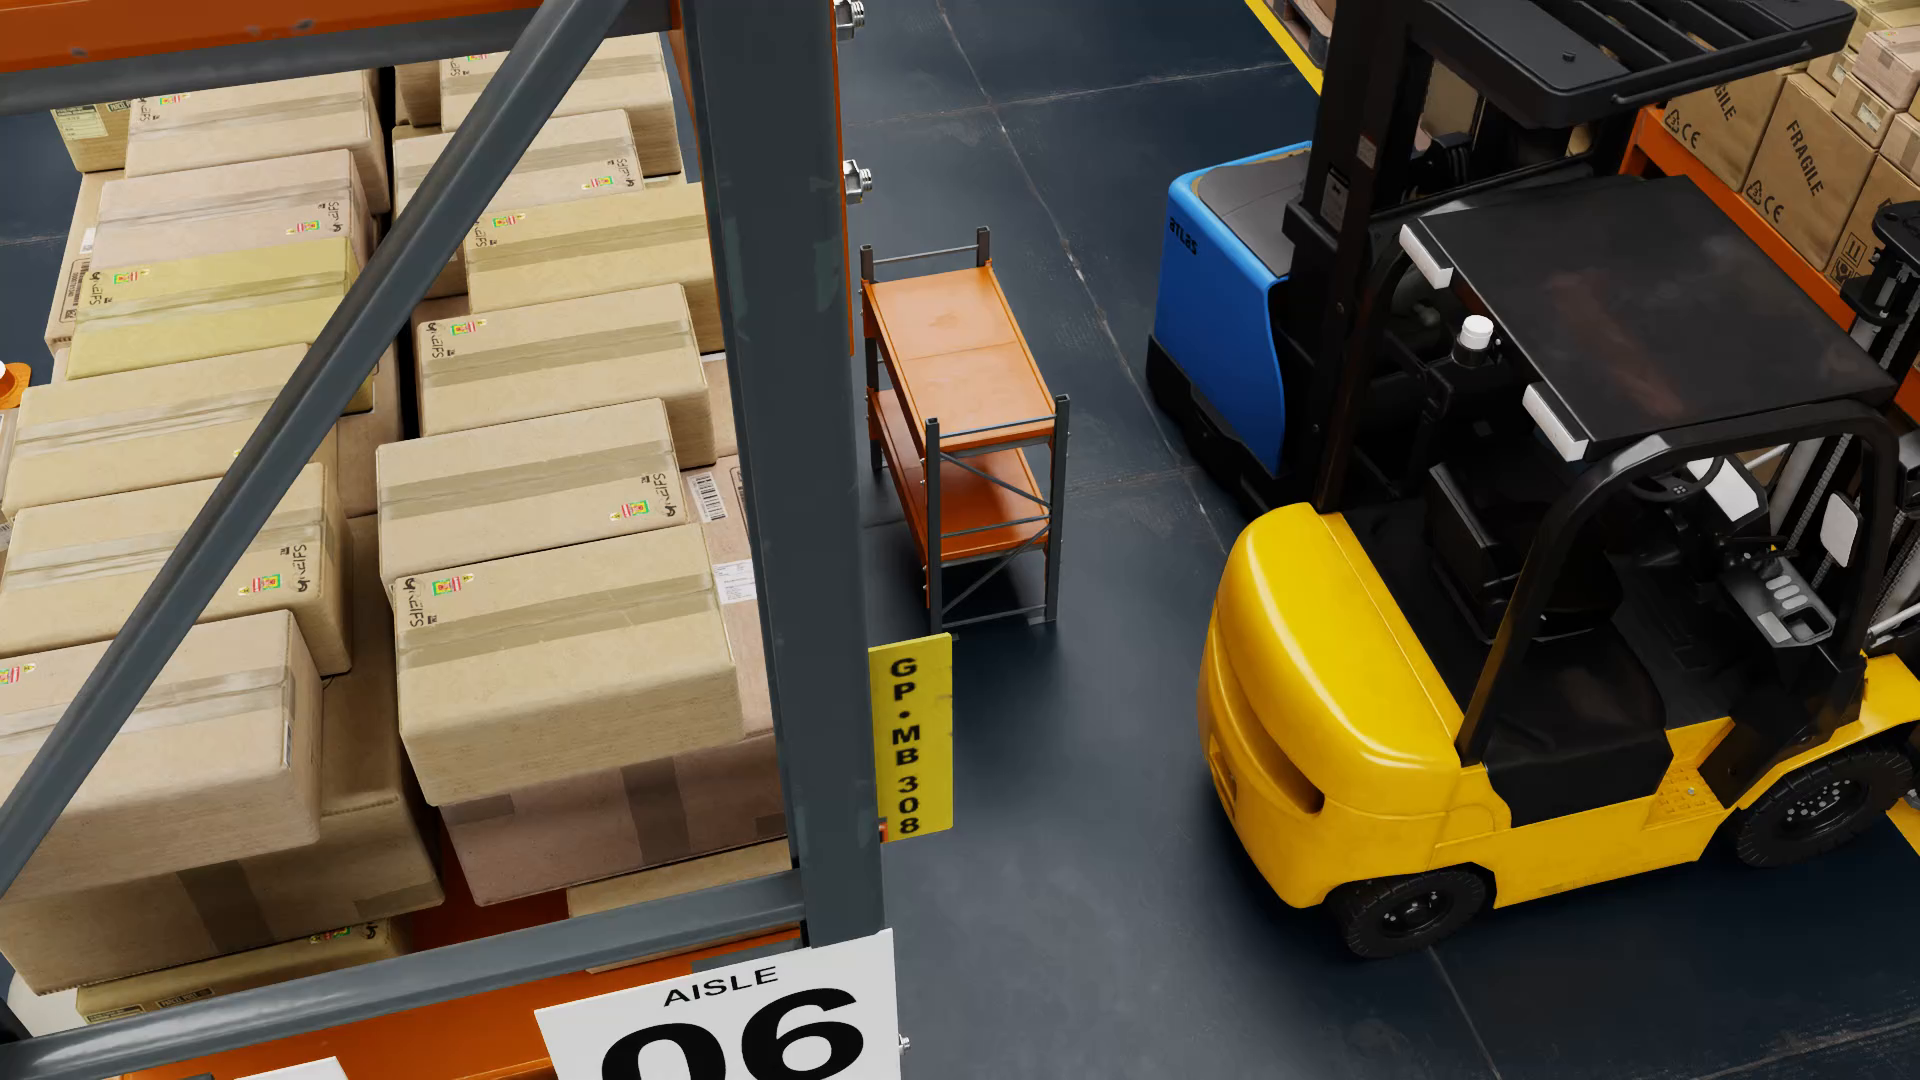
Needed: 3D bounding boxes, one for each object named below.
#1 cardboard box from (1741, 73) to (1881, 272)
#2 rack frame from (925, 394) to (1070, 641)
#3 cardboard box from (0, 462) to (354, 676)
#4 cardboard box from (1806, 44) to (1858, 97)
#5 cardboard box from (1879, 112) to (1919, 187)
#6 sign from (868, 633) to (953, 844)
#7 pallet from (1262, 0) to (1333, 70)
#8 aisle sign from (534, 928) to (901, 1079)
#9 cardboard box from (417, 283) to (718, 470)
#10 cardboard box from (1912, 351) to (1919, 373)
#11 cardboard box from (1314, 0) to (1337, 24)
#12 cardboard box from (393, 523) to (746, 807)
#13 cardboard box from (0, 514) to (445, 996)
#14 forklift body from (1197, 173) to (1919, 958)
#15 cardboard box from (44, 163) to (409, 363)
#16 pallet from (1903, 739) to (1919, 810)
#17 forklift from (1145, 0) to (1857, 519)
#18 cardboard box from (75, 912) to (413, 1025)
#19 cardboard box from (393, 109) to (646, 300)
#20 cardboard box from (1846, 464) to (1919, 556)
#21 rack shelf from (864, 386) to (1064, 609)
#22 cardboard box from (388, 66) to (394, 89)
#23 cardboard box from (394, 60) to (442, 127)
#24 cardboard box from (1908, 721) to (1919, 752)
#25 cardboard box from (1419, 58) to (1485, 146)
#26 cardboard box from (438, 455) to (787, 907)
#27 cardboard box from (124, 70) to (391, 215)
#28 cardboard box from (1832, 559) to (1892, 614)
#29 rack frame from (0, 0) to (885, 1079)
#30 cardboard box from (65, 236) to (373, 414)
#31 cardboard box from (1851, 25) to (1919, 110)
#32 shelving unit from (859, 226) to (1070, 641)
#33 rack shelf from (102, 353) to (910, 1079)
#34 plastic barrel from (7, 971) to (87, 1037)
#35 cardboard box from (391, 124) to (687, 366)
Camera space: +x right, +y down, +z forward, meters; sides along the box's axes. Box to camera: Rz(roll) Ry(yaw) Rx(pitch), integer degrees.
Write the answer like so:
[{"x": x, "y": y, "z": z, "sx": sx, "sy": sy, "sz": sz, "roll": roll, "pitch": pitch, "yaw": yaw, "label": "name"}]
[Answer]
[{"x": 3.202, "y": -1.327, "z": 5.880, "sx": 0.500, "sy": 0.500, "sz": 0.500, "roll": -10, "pitch": 46, "yaw": -10, "label": "cardboard box"}, {"x": 0.128, "y": -0.047, "z": 6.009, "sx": 0.500, "sy": 1.125, "sz": 0.032, "roll": -11, "pitch": 47, "yaw": -10, "label": "rack frame"}, {"x": -0.982, "y": 0.064, "z": 2.105, "sx": 0.380, "sy": 0.149, "sz": 0.250, "roll": -10, "pitch": 46, "yaw": -10, "label": "cardboard box"}, {"x": 3.181, "y": -1.643, "z": 5.736, "sx": 0.380, "sy": 0.149, "sz": 0.250, "roll": -11, "pitch": 47, "yaw": -10, "label": "cardboard box"}, {"x": 3.238, "y": -1.278, "z": 5.378, "sx": 0.380, "sy": 0.149, "sz": 0.250, "roll": -11, "pitch": 47, "yaw": -11, "label": "cardboard box"}, {"x": -0.057, "y": 0.214, "z": 1.728, "sx": 0.100, "sy": 0.325, "sz": 0.005, "roll": -11, "pitch": 47, "yaw": -10, "label": "sign"}, {"x": 2.341, "y": -3.212, "z": 9.750, "sx": 1.003, "sy": 0.211, "sz": 1.213, "roll": -11, "pitch": 47, "yaw": -10, "label": "pallet"}, {"x": -0.266, "y": 0.746, "z": 2.099, "sx": 0.394, "sy": 0.787, "sz": 0.004, "roll": -11, "pitch": 47, "yaw": -10, "label": "aisle sign"}, {"x": -0.560, "y": -0.209, "z": 2.372, "sx": 0.380, "sy": 0.149, "sz": 0.250, "roll": -11, "pitch": 47, "yaw": -10, "label": "cardboard box"}, {"x": 3.441, "y": -0.626, "z": 5.193, "sx": 0.500, "sy": 0.500, "sz": 0.500, "roll": -10, "pitch": 46, "yaw": -10, "label": "cardboard box"}, {"x": 2.489, "y": -3.197, "z": 9.152, "sx": 0.875, "sy": 0.625, "sz": 0.625, "roll": -9, "pitch": 46, "yaw": -9, "label": "cardboard box"}, {"x": -0.475, "y": 0.146, "z": 2.024, "sx": 0.380, "sy": 0.149, "sz": 0.250, "roll": -11, "pitch": 47, "yaw": -11, "label": "cardboard box"}, {"x": -0.973, "y": 0.264, "z": 2.188, "sx": 0.500, "sy": 0.250, "sz": 0.500, "roll": -11, "pitch": 47, "yaw": -11, "label": "cardboard box"}, {"x": 1.967, "y": 0.081, "z": 5.165, "sx": 2.313, "sy": 2.155, "sz": 1.214, "roll": -11, "pitch": 47, "yaw": -10, "label": "forklift body"}, {"x": -1.238, "y": -0.441, "z": 2.878, "sx": 0.500, "sy": 0.250, "sz": 0.500, "roll": -10, "pitch": 46, "yaw": -9, "label": "cardboard box"}, {"x": 3.671, "y": 0.374, "z": 6.235, "sx": 1.003, "sy": 0.211, "sz": 1.213, "roll": -11, "pitch": 47, "yaw": -10, "label": "pallet"}, {"x": 1.892, "y": -0.917, "z": 5.596, "sx": 1.130, "sy": 2.935, "sz": 3.031, "roll": -18, "pitch": 48, "yaw": -17, "label": "forklift"}, {"x": -0.943, "y": 0.512, "z": 2.223, "sx": 0.380, "sy": 0.149, "sz": 0.250, "roll": -11, "pitch": 47, "yaw": -10, "label": "cardboard box"}, {"x": -0.708, "y": -0.550, "z": 2.706, "sx": 0.380, "sy": 0.149, "sz": 0.250, "roll": -11, "pitch": 47, "yaw": -11, "label": "cardboard box"}, {"x": 3.399, "y": -0.085, "z": 5.665, "sx": 0.500, "sy": 0.250, "sz": 0.500, "roll": -12, "pitch": 47, "yaw": -11, "label": "cardboard box"}, {"x": -0.002, "y": -0.227, "z": 6.527, "sx": 0.538, "sy": 0.278, "sz": 1.000, "roll": -11, "pitch": 47, "yaw": -10, "label": "rack shelf"}, {"x": -1.501, "y": -1.137, "z": 3.561, "sx": 0.500, "sy": 0.250, "sz": 0.500, "roll": -10, "pitch": 46, "yaw": -10, "label": "cardboard box"}, {"x": -0.835, "y": -0.911, "z": 3.060, "sx": 0.380, "sy": 0.149, "sz": 0.250, "roll": -10, "pitch": 46, "yaw": -9, "label": "cardboard box"}, {"x": 3.553, "y": 0.616, "z": 5.677, "sx": 0.500, "sy": 0.250, "sz": 0.500, "roll": -10, "pitch": 46, "yaw": -10, "label": "cardboard box"}, {"x": 2.856, "y": -2.214, "z": 8.188, "sx": 0.875, "sy": 0.625, "sz": 0.625, "roll": -11, "pitch": 47, "yaw": -11, "label": "cardboard box"}, {"x": -0.453, "y": 0.172, "z": 2.278, "sx": 0.500, "sy": 0.250, "sz": 0.500, "roll": -11, "pitch": 47, "yaw": -11, "label": "cardboard box"}, {"x": -1.178, "y": -0.649, "z": 2.803, "sx": 0.380, "sy": 0.149, "sz": 0.250, "roll": -12, "pitch": 47, "yaw": -11, "label": "cardboard box"}, {"x": 3.394, "y": 0.074, "z": 5.858, "sx": 0.500, "sy": 0.250, "sz": 0.500, "roll": -11, "pitch": 47, "yaw": -10, "label": "cardboard box"}, {"x": -0.581, "y": -0.430, "z": 0.871, "sx": 1.000, "sy": 3.000, "sz": 0.127, "roll": -11, "pitch": 47, "yaw": -10, "label": "rack frame"}, {"x": -1.081, "y": -0.294, "z": 2.455, "sx": 0.380, "sy": 0.149, "sz": 0.250, "roll": -10, "pitch": 46, "yaw": -10, "label": "cardboard box"}, {"x": 3.182, "y": -1.559, "z": 5.445, "sx": 0.380, "sy": 0.149, "sz": 0.250, "roll": -10, "pitch": 46, "yaw": -9, "label": "cardboard box"}, {"x": -0.002, "y": -0.398, "z": 6.353, "sx": 0.538, "sy": 1.125, "sz": 1.048, "roll": -11, "pitch": 47, "yaw": -10, "label": "shelving unit"}, {"x": -1.093, "y": -0.510, "z": 3.553, "sx": 1.077, "sy": 0.370, "sz": 4.000, "roll": -11, "pitch": 47, "yaw": -10, "label": "rack shelf"}, {"x": -2.574, "y": 1.422, "z": 5.060, "sx": 0.512, "sy": 0.421, "sz": 0.421, "roll": 19, "pitch": 48, "yaw": 17, "label": "plastic barrel"}, {"x": -0.728, "y": -0.530, "z": 2.965, "sx": 0.500, "sy": 0.250, "sz": 0.500, "roll": -9, "pitch": 46, "yaw": -9, "label": "cardboard box"}]
